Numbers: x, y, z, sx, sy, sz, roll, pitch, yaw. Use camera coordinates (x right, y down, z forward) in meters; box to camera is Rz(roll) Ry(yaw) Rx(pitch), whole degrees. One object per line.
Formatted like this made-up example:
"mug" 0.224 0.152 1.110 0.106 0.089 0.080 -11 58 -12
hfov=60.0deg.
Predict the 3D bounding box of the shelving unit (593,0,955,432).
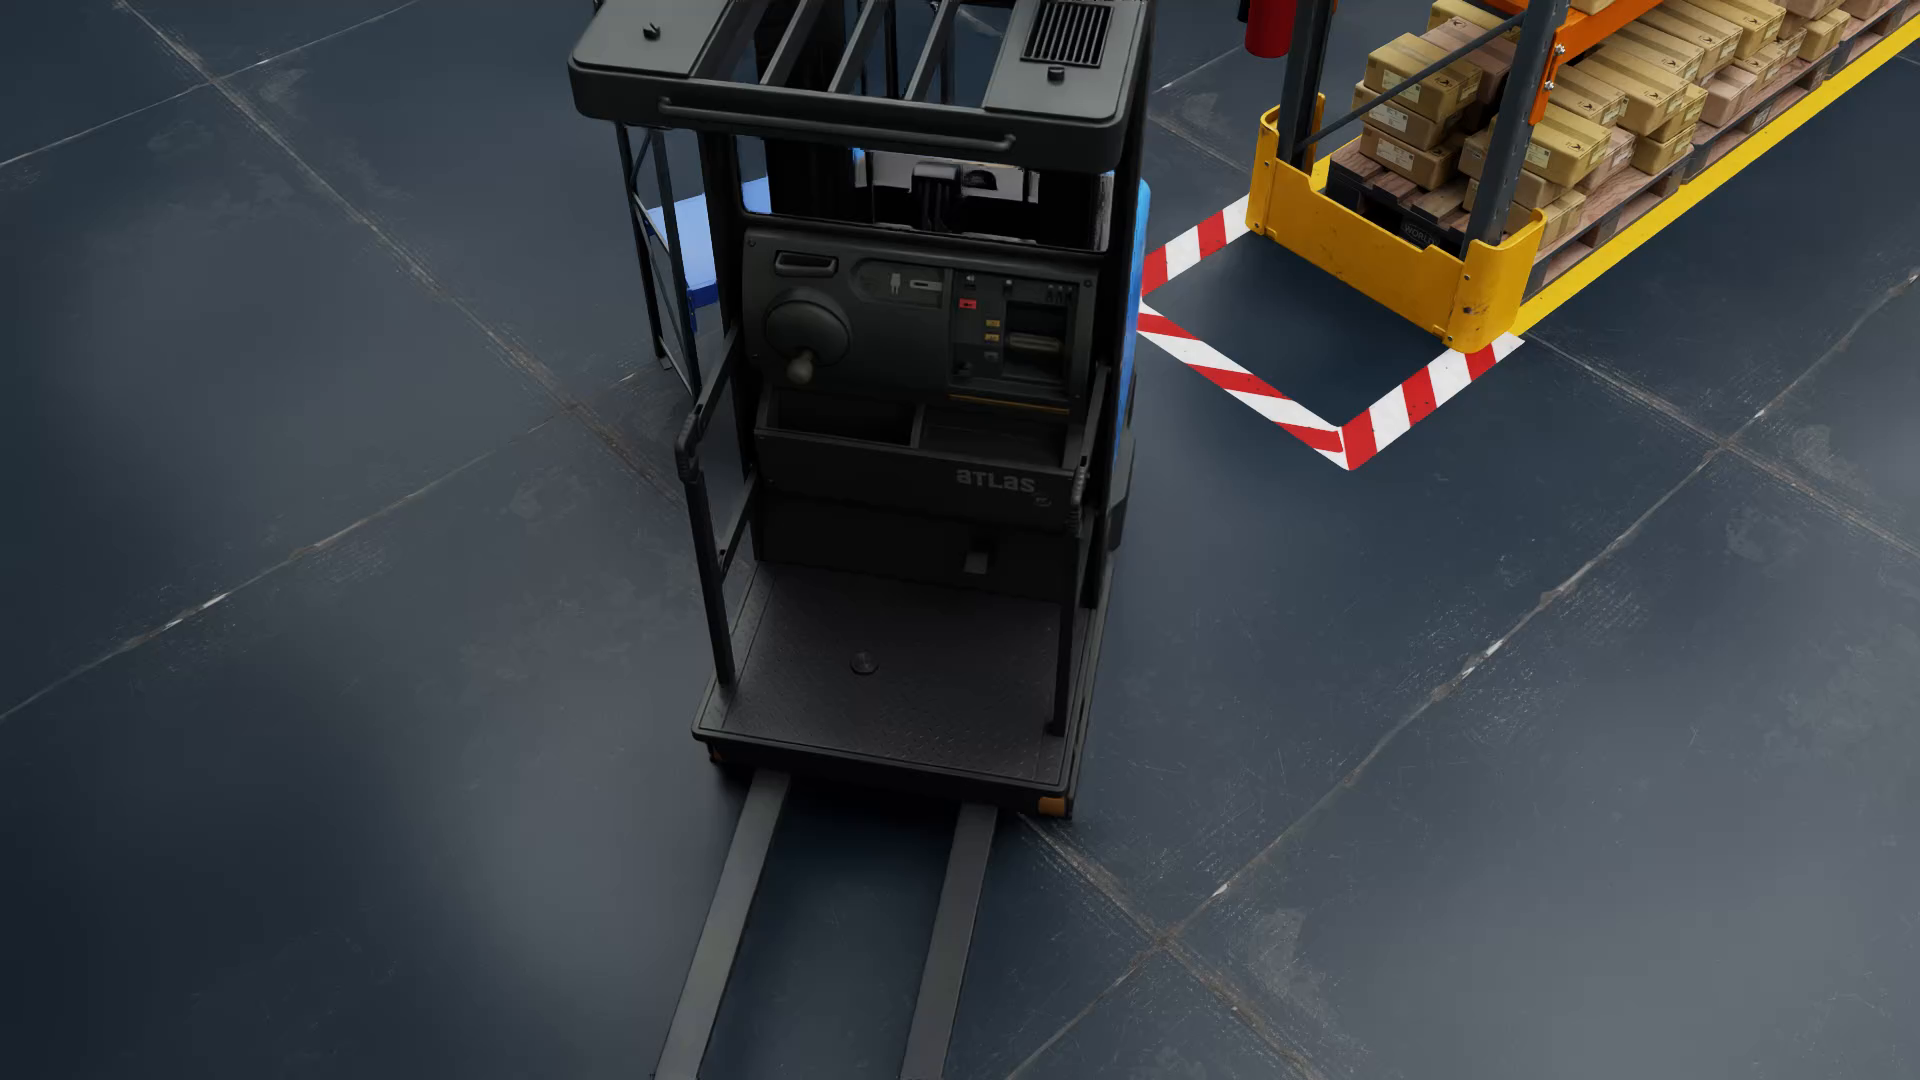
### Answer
"shelving unit" -0.596 -1.237 5.871 1.048 1.500 0.538 -20 51 -18

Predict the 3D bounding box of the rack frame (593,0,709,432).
"rack frame" -1.050 -1.069 5.716 0.032 1.500 0.500 -20 51 -18

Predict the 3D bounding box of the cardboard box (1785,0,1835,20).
"cardboard box" 3.589 -2.433 7.203 0.250 0.149 0.380 -36 57 -28

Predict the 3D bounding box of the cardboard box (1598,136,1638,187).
"cardboard box" 2.554 -1.641 6.877 0.250 0.149 0.380 -33 55 -27

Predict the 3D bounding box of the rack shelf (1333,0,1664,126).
"rack shelf" 3.113 -2.825 6.805 4.000 0.370 1.077 -34 56 -27

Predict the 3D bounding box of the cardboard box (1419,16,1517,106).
"cardboard box" 2.079 -1.950 6.757 0.250 0.149 0.380 -33 55 -26

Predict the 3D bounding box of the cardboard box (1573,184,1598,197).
"cardboard box" 2.375 -1.514 6.760 0.250 0.149 0.380 -34 56 -27

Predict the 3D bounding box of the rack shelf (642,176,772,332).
"rack shelf" -0.596 -1.116 6.004 1.000 0.185 0.538 -20 51 -18

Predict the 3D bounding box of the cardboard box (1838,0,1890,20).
"cardboard box" 4.131 -2.605 7.767 0.250 0.149 0.380 -36 57 -28

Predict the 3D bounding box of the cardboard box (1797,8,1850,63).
"cardboard box" 3.766 -2.342 7.524 0.250 0.149 0.380 -34 56 -27

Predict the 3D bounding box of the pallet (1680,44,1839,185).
"pallet" 3.217 -2.154 7.594 1.213 0.211 1.003 -34 56 -27

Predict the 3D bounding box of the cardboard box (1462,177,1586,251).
"cardboard box" 2.236 -1.341 6.600 0.250 0.149 0.380 -33 55 -26

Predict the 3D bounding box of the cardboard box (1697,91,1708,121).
"cardboard box" 2.942 -1.886 7.103 0.250 0.149 0.380 -34 56 -27

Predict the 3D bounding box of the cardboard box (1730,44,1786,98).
"cardboard box" 3.372 -2.113 7.312 0.250 0.149 0.380 -34 56 -27

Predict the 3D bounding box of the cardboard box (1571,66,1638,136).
"cardboard box" 2.556 -1.750 6.775 0.250 0.149 0.380 -33 55 -27

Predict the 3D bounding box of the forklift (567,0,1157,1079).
"forklift" -0.151 -0.469 4.189 1.130 2.935 3.031 8 48 7

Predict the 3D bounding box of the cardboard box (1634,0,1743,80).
"cardboard box" 2.985 -2.088 6.885 0.250 0.149 0.380 -32 55 -26

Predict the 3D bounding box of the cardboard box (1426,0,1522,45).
"cardboard box" 2.185 -2.147 6.939 0.250 0.149 0.380 -35 56 -28

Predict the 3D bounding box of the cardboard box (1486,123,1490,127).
"cardboard box" 2.258 -1.895 7.112 0.250 0.149 0.380 -34 56 -27

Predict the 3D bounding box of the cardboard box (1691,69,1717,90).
"cardboard box" 2.951 -2.000 7.006 0.380 0.149 0.250 36 57 29

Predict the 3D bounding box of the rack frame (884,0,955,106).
"rack frame" -0.142 -1.406 6.027 0.032 1.500 0.500 -20 51 -18

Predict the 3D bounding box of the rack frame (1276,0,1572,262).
"rack frame" 1.633 -2.080 5.628 0.127 3.000 1.000 -34 56 -27

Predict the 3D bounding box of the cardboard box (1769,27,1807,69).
"cardboard box" 3.528 -2.250 7.439 0.250 0.149 0.380 -33 55 -27

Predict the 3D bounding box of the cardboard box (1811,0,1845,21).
"cardboard box" 3.769 -2.516 7.482 0.250 0.149 0.380 -32 55 -26

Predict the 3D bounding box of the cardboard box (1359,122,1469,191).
"cardboard box" 1.883 -1.629 6.866 0.250 0.149 0.380 -33 55 -27

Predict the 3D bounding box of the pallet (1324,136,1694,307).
"pallet" 2.315 -1.554 7.041 1.213 0.211 1.003 -34 56 -27

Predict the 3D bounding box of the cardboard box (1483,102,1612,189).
"cardboard box" 2.250 -1.532 6.371 0.250 0.149 0.380 -36 57 -29

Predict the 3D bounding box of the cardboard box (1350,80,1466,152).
"cardboard box" 1.832 -1.773 6.796 0.250 0.149 0.380 -35 56 -28

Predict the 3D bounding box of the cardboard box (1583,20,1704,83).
"cardboard box" 2.773 -1.956 6.763 0.380 0.149 0.250 36 57 29

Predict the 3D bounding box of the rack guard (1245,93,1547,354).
"rack guard" 1.690 -1.270 6.581 0.348 0.500 1.175 -34 56 -27

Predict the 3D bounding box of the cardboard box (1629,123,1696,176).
"cardboard box" 2.817 -1.708 6.939 0.250 0.149 0.380 -33 55 -27

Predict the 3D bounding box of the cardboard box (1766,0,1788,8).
"cardboard box" 3.332 -2.369 7.144 0.250 0.149 0.380 -34 56 -27

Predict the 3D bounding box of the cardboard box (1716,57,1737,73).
"cardboard box" 3.124 -2.157 7.151 0.250 0.149 0.380 -31 54 -25

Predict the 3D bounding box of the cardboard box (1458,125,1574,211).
"cardboard box" 2.194 -1.476 6.522 0.250 0.149 0.380 -32 55 -26

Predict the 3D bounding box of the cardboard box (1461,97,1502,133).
"cardboard box" 2.062 -1.873 6.888 0.250 0.149 0.380 -35 56 -28

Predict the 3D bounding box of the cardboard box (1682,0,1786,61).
"cardboard box" 3.210 -2.193 6.982 0.250 0.149 0.380 -33 55 -27

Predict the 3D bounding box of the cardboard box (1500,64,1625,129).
"cardboard box" 2.373 -1.733 6.558 0.250 0.149 0.380 -33 55 -27

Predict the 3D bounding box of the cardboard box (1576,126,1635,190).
"cardboard box" 2.434 -1.581 6.619 0.250 0.149 0.380 -34 56 -27

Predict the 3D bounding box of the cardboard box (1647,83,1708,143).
"cardboard box" 2.819 -1.818 6.838 0.250 0.149 0.380 -32 55 -26

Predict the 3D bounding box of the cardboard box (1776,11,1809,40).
"cardboard box" 3.557 -2.394 7.370 0.380 0.149 0.250 36 57 29

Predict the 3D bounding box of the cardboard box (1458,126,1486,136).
"cardboard box" 2.005 -1.811 7.034 0.250 0.149 0.380 -32 55 -26

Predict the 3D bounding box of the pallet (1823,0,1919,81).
"pallet" 4.120 -2.761 8.154 1.213 0.211 1.003 -34 56 -27

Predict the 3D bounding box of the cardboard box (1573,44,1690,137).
"cardboard box" 2.645 -1.788 6.608 0.250 0.149 0.380 -34 56 -27

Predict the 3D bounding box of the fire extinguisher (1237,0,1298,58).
"fire extinguisher" 1.137 -2.054 5.910 0.183 0.674 0.296 -34 56 -27

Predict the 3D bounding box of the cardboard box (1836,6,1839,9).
"cardboard box" 3.855 -2.541 7.708 0.250 0.149 0.380 -35 56 -28

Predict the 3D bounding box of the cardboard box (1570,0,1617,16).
"cardboard box" 2.094 -1.977 5.704 0.250 0.149 0.380 -34 56 -27

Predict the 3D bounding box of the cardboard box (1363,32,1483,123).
"cardboard box" 1.855 -1.857 6.672 0.250 0.149 0.380 -33 55 -27

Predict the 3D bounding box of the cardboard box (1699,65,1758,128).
"cardboard box" 3.184 -1.962 7.173 0.380 0.149 0.250 36 57 29

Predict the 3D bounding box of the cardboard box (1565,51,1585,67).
"cardboard box" 2.483 -2.107 7.105 0.250 0.149 0.380 -34 56 -28
